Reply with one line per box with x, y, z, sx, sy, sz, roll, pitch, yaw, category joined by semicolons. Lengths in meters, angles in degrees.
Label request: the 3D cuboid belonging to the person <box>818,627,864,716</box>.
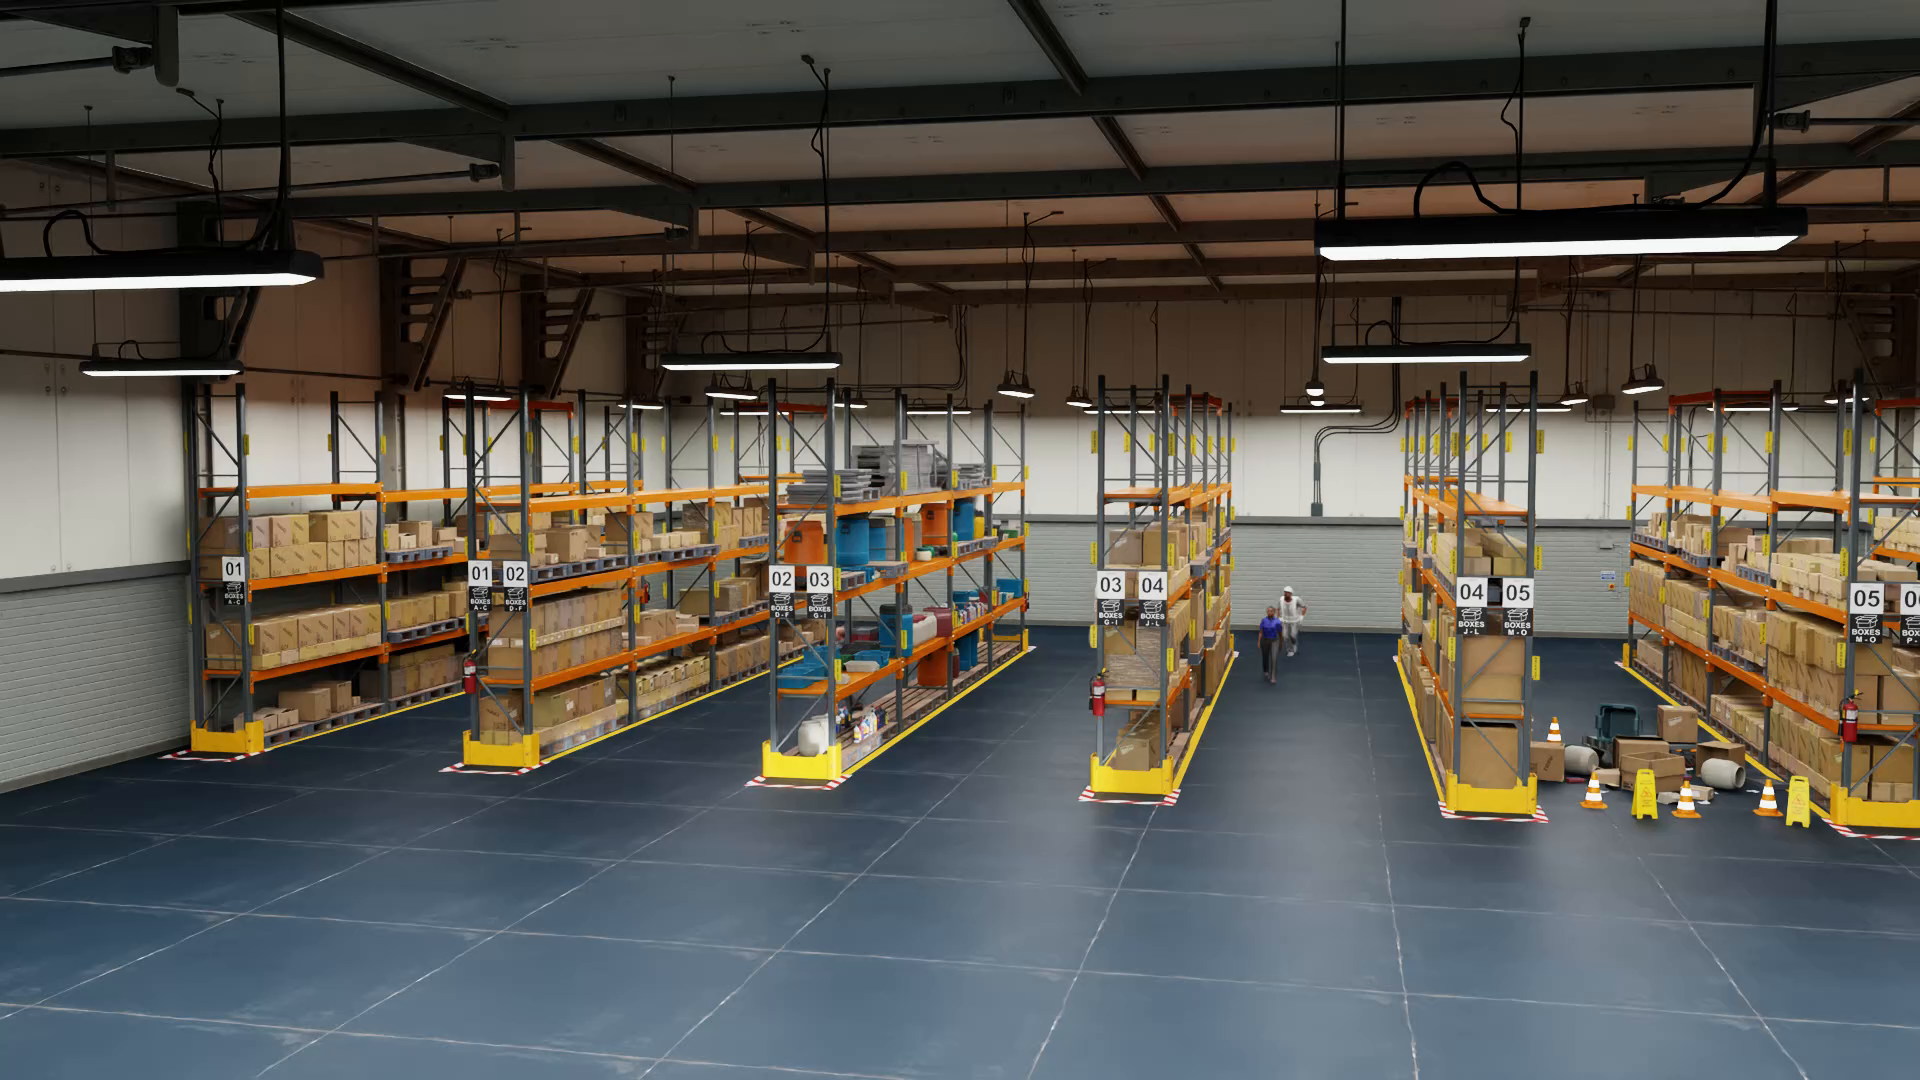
-2.160;2.430;30.128;0.843;1.700;0.561;2;4;34;person

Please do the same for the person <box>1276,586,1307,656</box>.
7.807;1.922;39.227;0.727;1.682;0.649;1;3;20;person

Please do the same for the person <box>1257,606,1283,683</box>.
6.538;2.178;35.062;0.518;1.593;1.045;1;3;12;person
